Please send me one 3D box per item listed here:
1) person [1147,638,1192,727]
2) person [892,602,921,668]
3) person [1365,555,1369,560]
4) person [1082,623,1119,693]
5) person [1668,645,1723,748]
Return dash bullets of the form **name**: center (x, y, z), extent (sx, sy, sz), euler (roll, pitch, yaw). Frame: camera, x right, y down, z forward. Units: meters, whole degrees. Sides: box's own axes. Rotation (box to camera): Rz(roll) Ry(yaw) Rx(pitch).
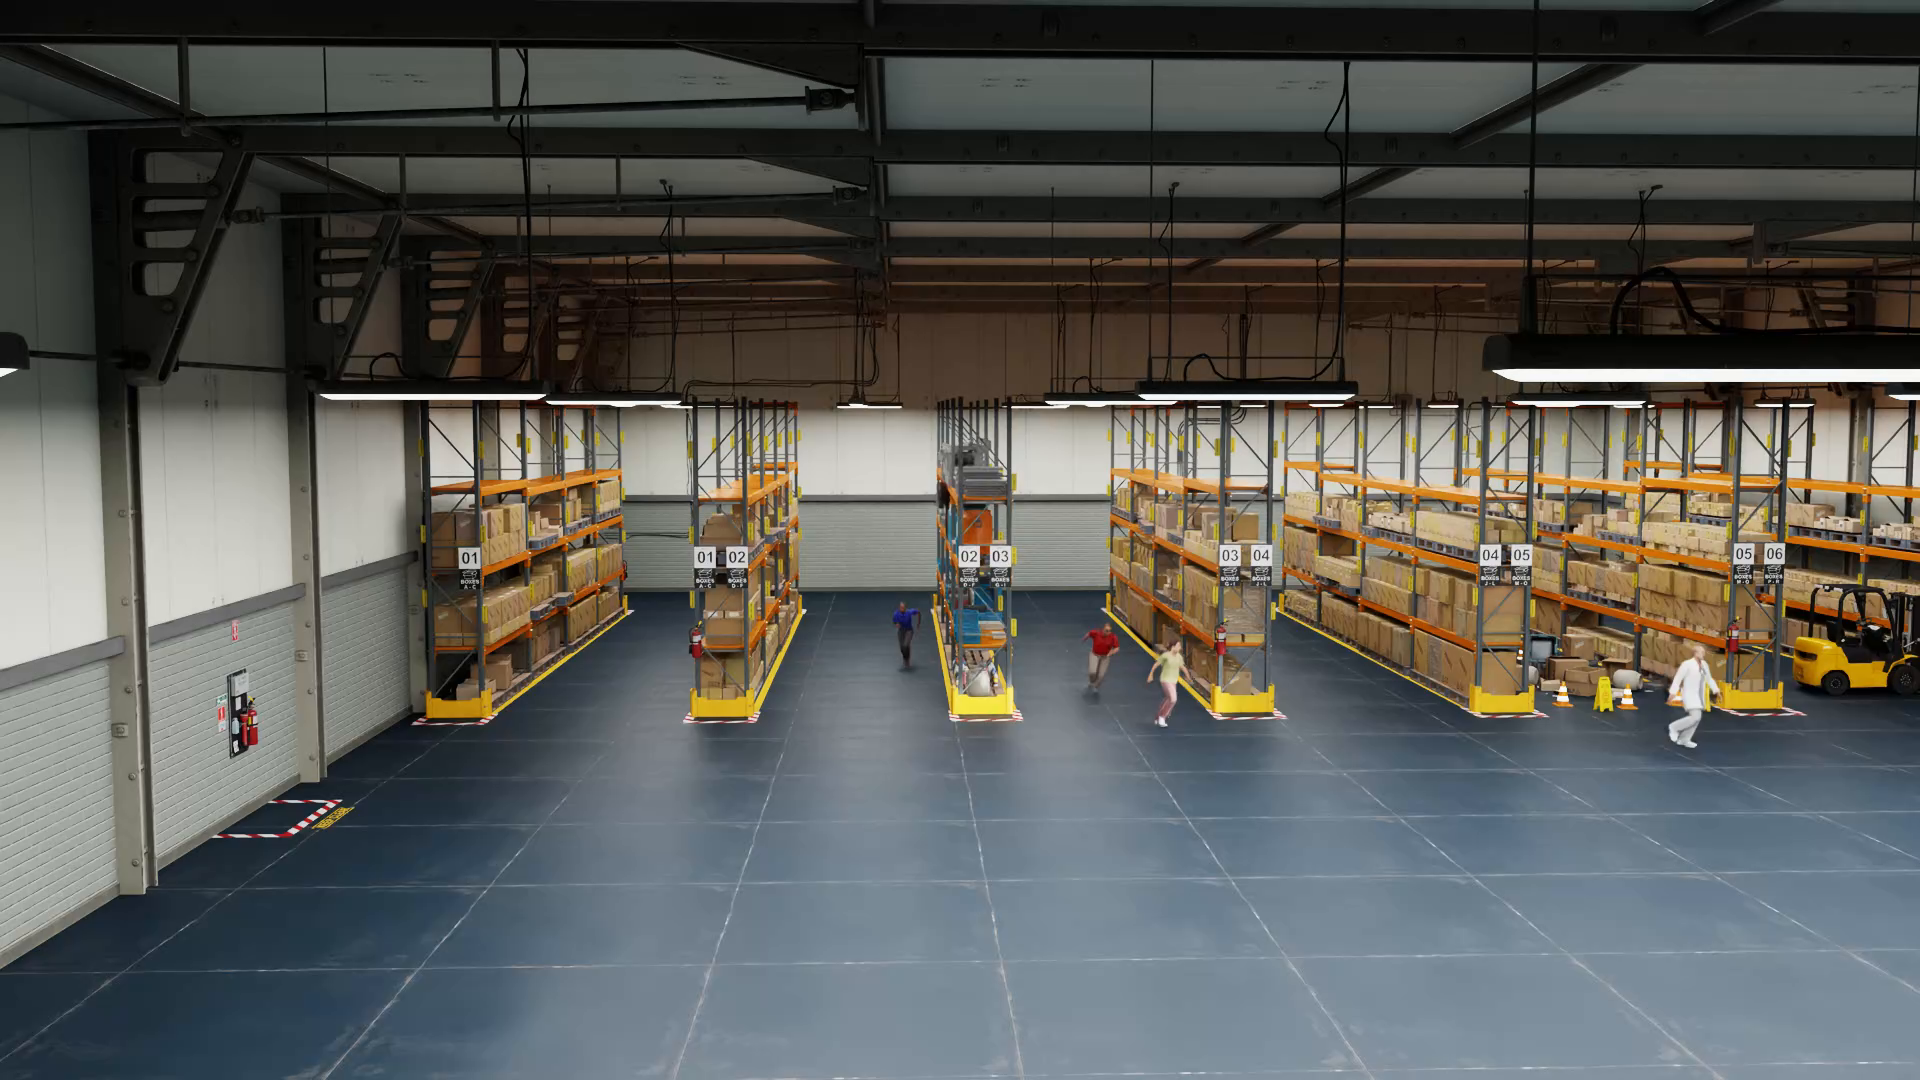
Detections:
- **person**: center (3.830, 2.586, 30.093), extent (0.555, 1.633, 0.728), euler (-3, 6, -38)
- **person**: center (-1.187, 2.167, 37.135), extent (0.609, 1.405, 0.931), euler (1, 4, 8)
- **person**: center (11.310, 1.298, 46.181), extent (0.652, 1.741, 0.917), euler (-1, 5, -15)
- **person**: center (2.851, 2.381, 33.536), extent (0.672, 1.494, 1.007), euler (0, 4, -4)
- **person**: center (12.490, 2.710, 28.291), extent (0.713, 1.655, 0.717), euler (-3, 5, -31)
